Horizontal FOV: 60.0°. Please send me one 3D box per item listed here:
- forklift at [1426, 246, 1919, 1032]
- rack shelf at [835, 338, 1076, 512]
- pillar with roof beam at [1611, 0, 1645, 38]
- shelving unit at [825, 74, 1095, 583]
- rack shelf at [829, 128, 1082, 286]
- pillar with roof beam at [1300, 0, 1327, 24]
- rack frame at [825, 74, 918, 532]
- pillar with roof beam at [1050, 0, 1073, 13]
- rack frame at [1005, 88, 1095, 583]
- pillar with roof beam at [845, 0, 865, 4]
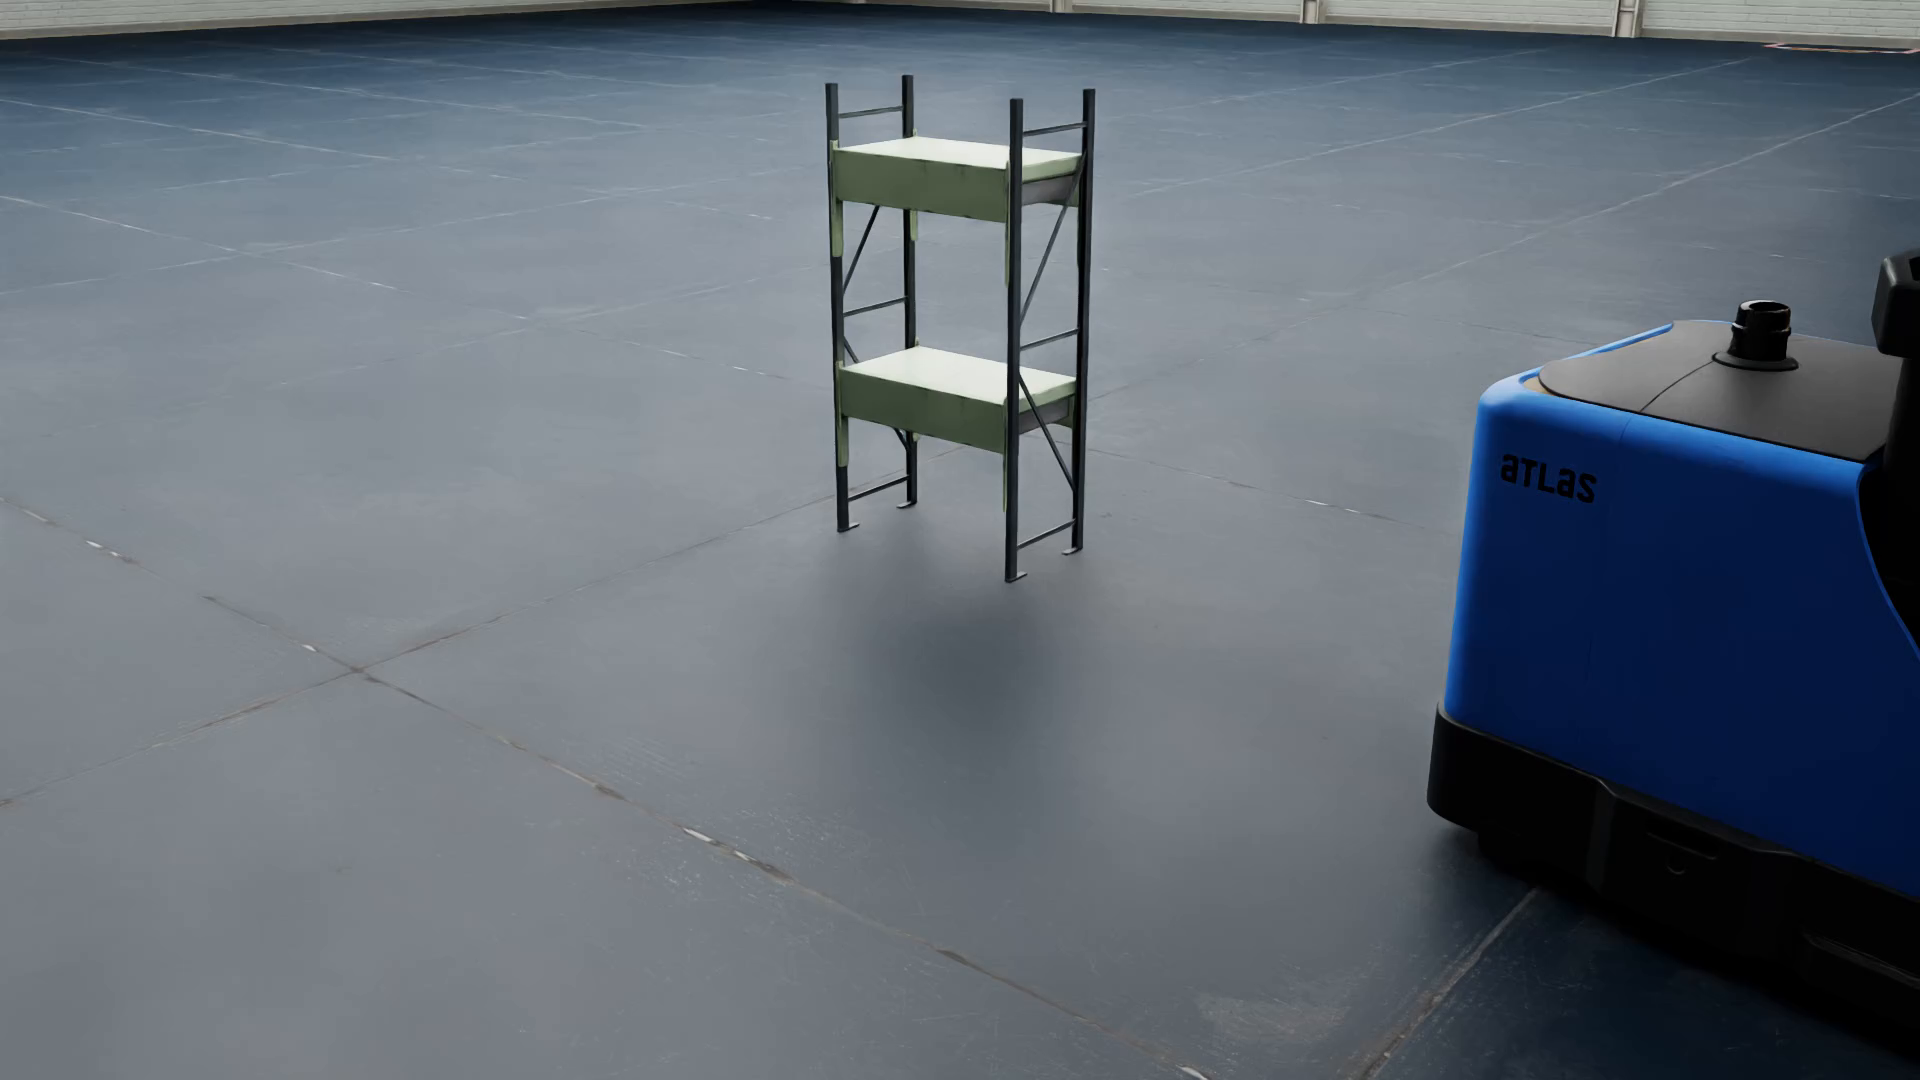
[{"bbox_3d":[2.444,-0.424,2.639,1.130,2.935,3.031,-18,27,-39],"label":"forklift"},{"bbox_3d":[-0.005,-0.398,5.523,0.720,0.370,0.431,16,26,36],"label":"rack shelf"},{"bbox_3d":[8.754,-11.708,23.962,0.400,9.000,9.100,16,26,36],"label":"pillar with roof beam"},{"bbox_3d":[-0.005,-0.703,5.407,0.755,1.500,0.431,16,26,36],"label":"shelving unit"},{"bbox_3d":[-0.005,-1.068,5.270,0.720,0.370,0.431,16,26,36],"label":"rack shelf"},{"bbox_3d":[4.105,-13.047,27.512,0.400,9.000,9.100,16,26,36],"label":"pillar with roof beam"},{"bbox_3d":[-0.289,-0.785,5.624,0.023,1.500,0.400,16,26,36],"label":"rack frame"},{"bbox_3d":[-0.543,-14.385,31.062,0.400,9.000,9.100,16,26,36],"label":"pillar with roof beam"},{"bbox_3d":[0.278,-0.622,5.191,0.023,1.500,0.400,16,26,36],"label":"rack frame"},{"bbox_3d":[-5.191,-15.724,34.611,0.400,9.000,9.100,16,26,36],"label":"pillar with roof beam"}]
